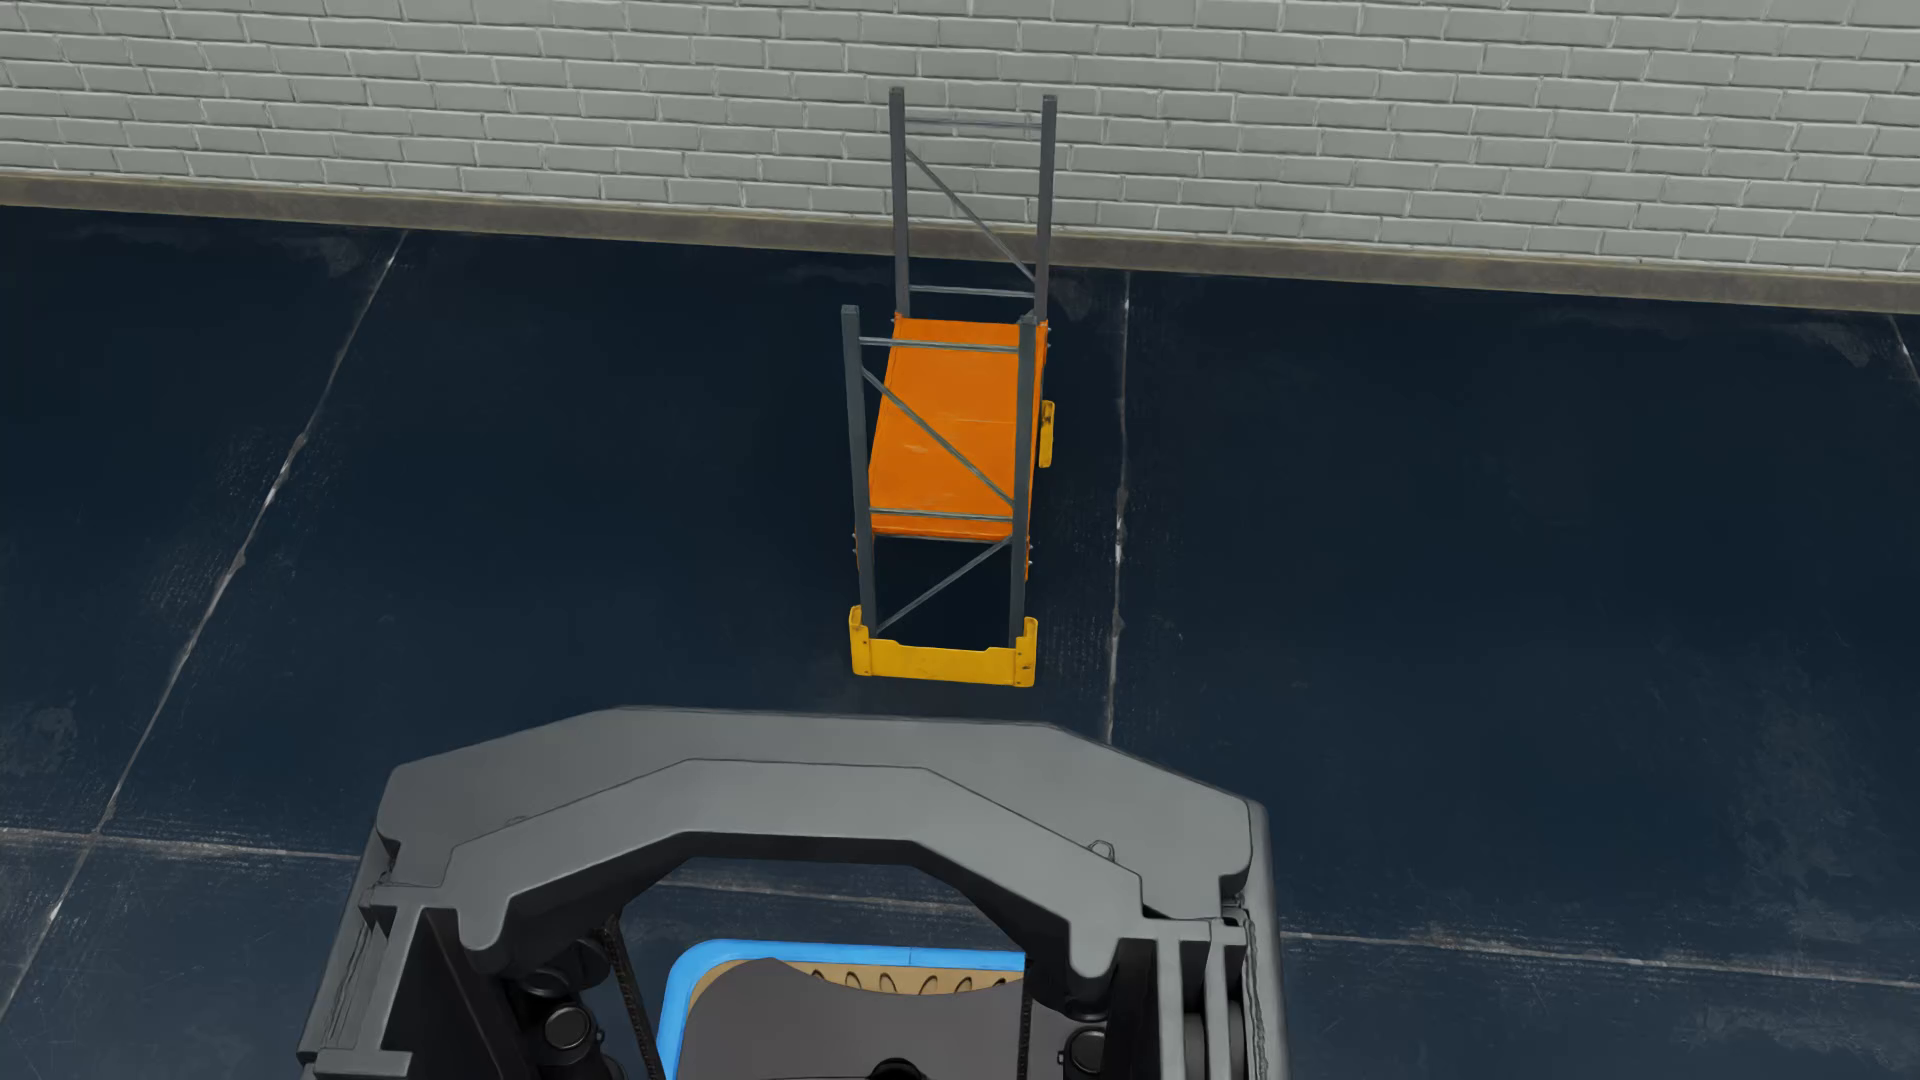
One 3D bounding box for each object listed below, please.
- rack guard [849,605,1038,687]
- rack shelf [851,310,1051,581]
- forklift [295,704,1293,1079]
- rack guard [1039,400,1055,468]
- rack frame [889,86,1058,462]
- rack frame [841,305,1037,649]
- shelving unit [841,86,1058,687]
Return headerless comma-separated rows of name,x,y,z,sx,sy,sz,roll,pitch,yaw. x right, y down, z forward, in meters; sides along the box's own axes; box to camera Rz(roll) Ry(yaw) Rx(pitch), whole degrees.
rack guard,-0.052,0.338,5.272,0.587,0.250,0.087,4,48,4
rack shelf,-0.008,-0.322,5.272,0.538,0.185,1.000,4,48,4
forklift,-0.177,1.687,2.221,1.130,2.935,3.031,2,48,2
rack guard,0.038,-0.394,5.941,0.587,0.250,0.087,4,48,4
rack frame,0.039,-0.817,5.481,0.500,1.500,0.032,4,48,4
rack frame,-0.054,-0.070,4.798,0.500,1.500,0.032,4,48,4
shelving unit,-0.007,-0.450,5.145,0.587,1.500,1.083,4,48,4
